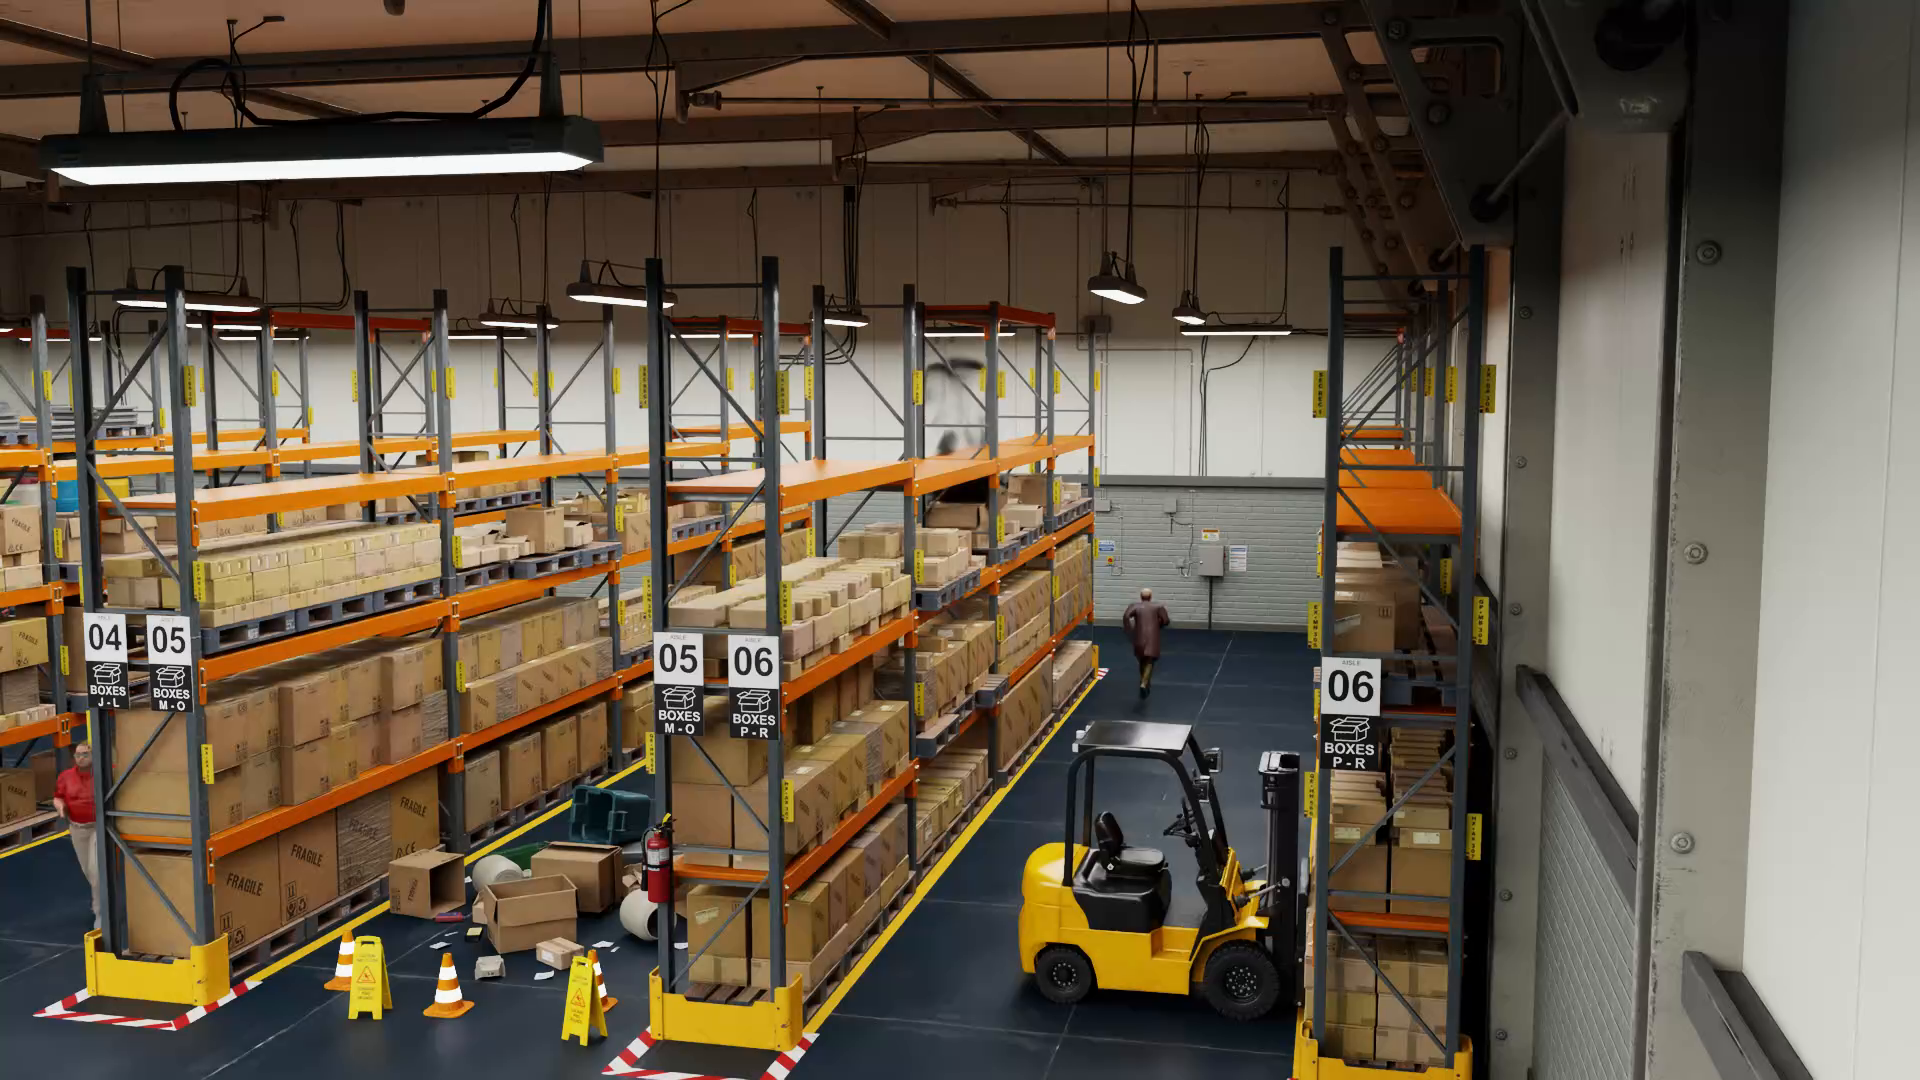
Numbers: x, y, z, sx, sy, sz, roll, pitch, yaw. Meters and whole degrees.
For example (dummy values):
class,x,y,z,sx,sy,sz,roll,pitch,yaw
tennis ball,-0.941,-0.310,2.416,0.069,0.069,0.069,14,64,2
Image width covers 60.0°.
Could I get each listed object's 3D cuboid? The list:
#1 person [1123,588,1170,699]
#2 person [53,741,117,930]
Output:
class,x,y,z,sx,sy,sz,roll,pitch,yaw
person,2.914,1.664,26.067,0.711,1.787,1.179,1,6,14
person,-8.126,2.752,15.555,0.599,1.787,0.852,0,6,-3
